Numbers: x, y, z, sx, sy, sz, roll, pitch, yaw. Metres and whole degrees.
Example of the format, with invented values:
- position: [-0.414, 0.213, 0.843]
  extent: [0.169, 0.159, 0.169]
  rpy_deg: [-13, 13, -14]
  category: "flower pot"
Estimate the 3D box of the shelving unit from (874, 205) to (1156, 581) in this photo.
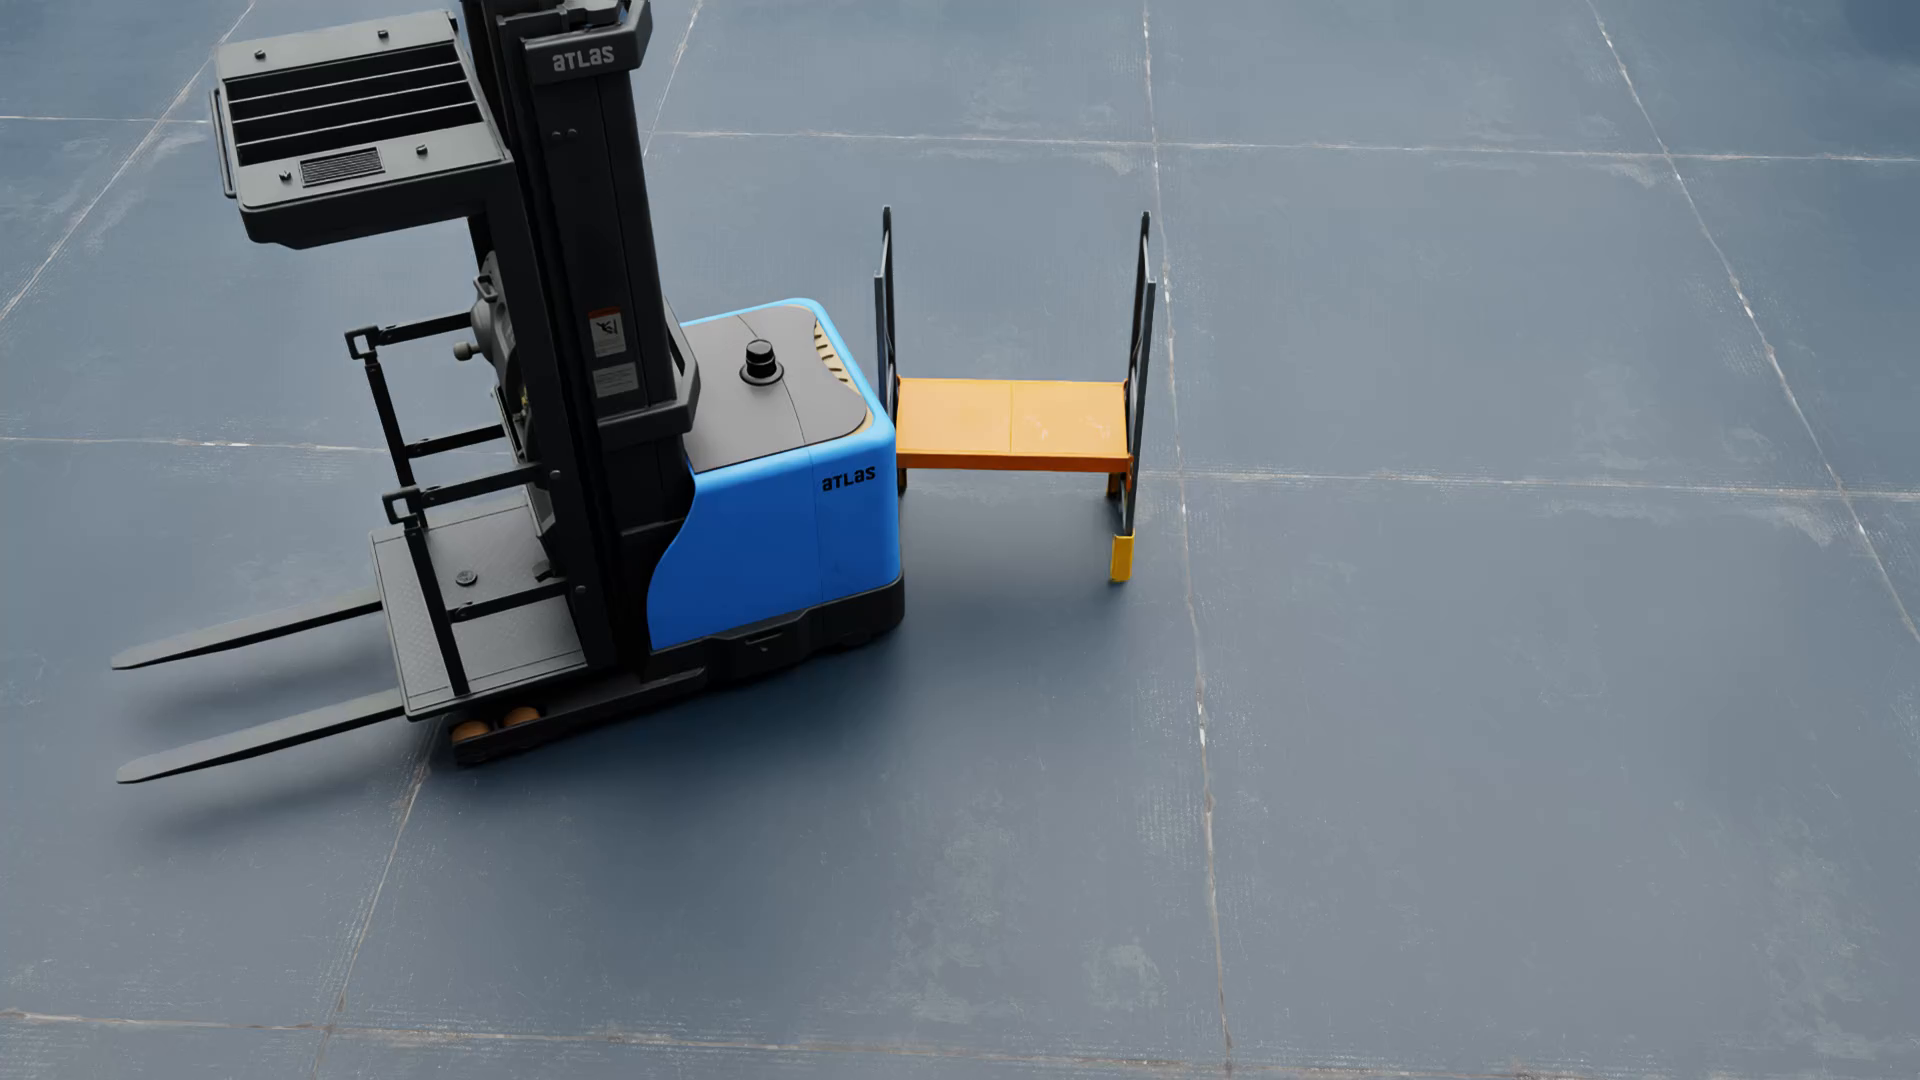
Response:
- position: [0.203, -0.587, 6.865]
  extent: [1.083, 1.500, 0.587]
  rpy_deg: [1, 43, 1]
  category: "shelving unit"

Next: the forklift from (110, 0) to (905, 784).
- position: [-1.797, -0.623, 5.854]
  extent: [3.031, 2.935, 1.130]
  rpy_deg: [-15, 45, -16]
  category: "forklift"

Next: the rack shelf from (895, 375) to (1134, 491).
- position: [0.213, -0.455, 6.987]
  extent: [1.000, 0.185, 0.538]
  rpy_deg: [1, 43, 1]
  category: "rack shelf"

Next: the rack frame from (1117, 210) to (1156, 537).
- position: [0.721, -0.575, 6.852]
  extent: [0.032, 1.500, 0.500]
  rpy_deg: [1, 43, 1]
  category: "rack frame"

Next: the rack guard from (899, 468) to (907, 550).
- position: [-0.294, -0.141, 7.304]
  extent: [0.087, 0.250, 0.587]
  rpy_deg: [1, 43, 1]
  category: "rack guard"

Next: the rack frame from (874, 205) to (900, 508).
- position: [-0.296, -0.598, 6.878]
  extent: [0.032, 1.500, 0.500]
  rpy_deg: [1, 43, 1]
  category: "rack frame"

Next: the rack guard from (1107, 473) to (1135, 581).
- position: [0.701, -0.118, 7.278]
  extent: [0.087, 0.250, 0.587]
  rpy_deg: [1, 43, 1]
  category: "rack guard"
